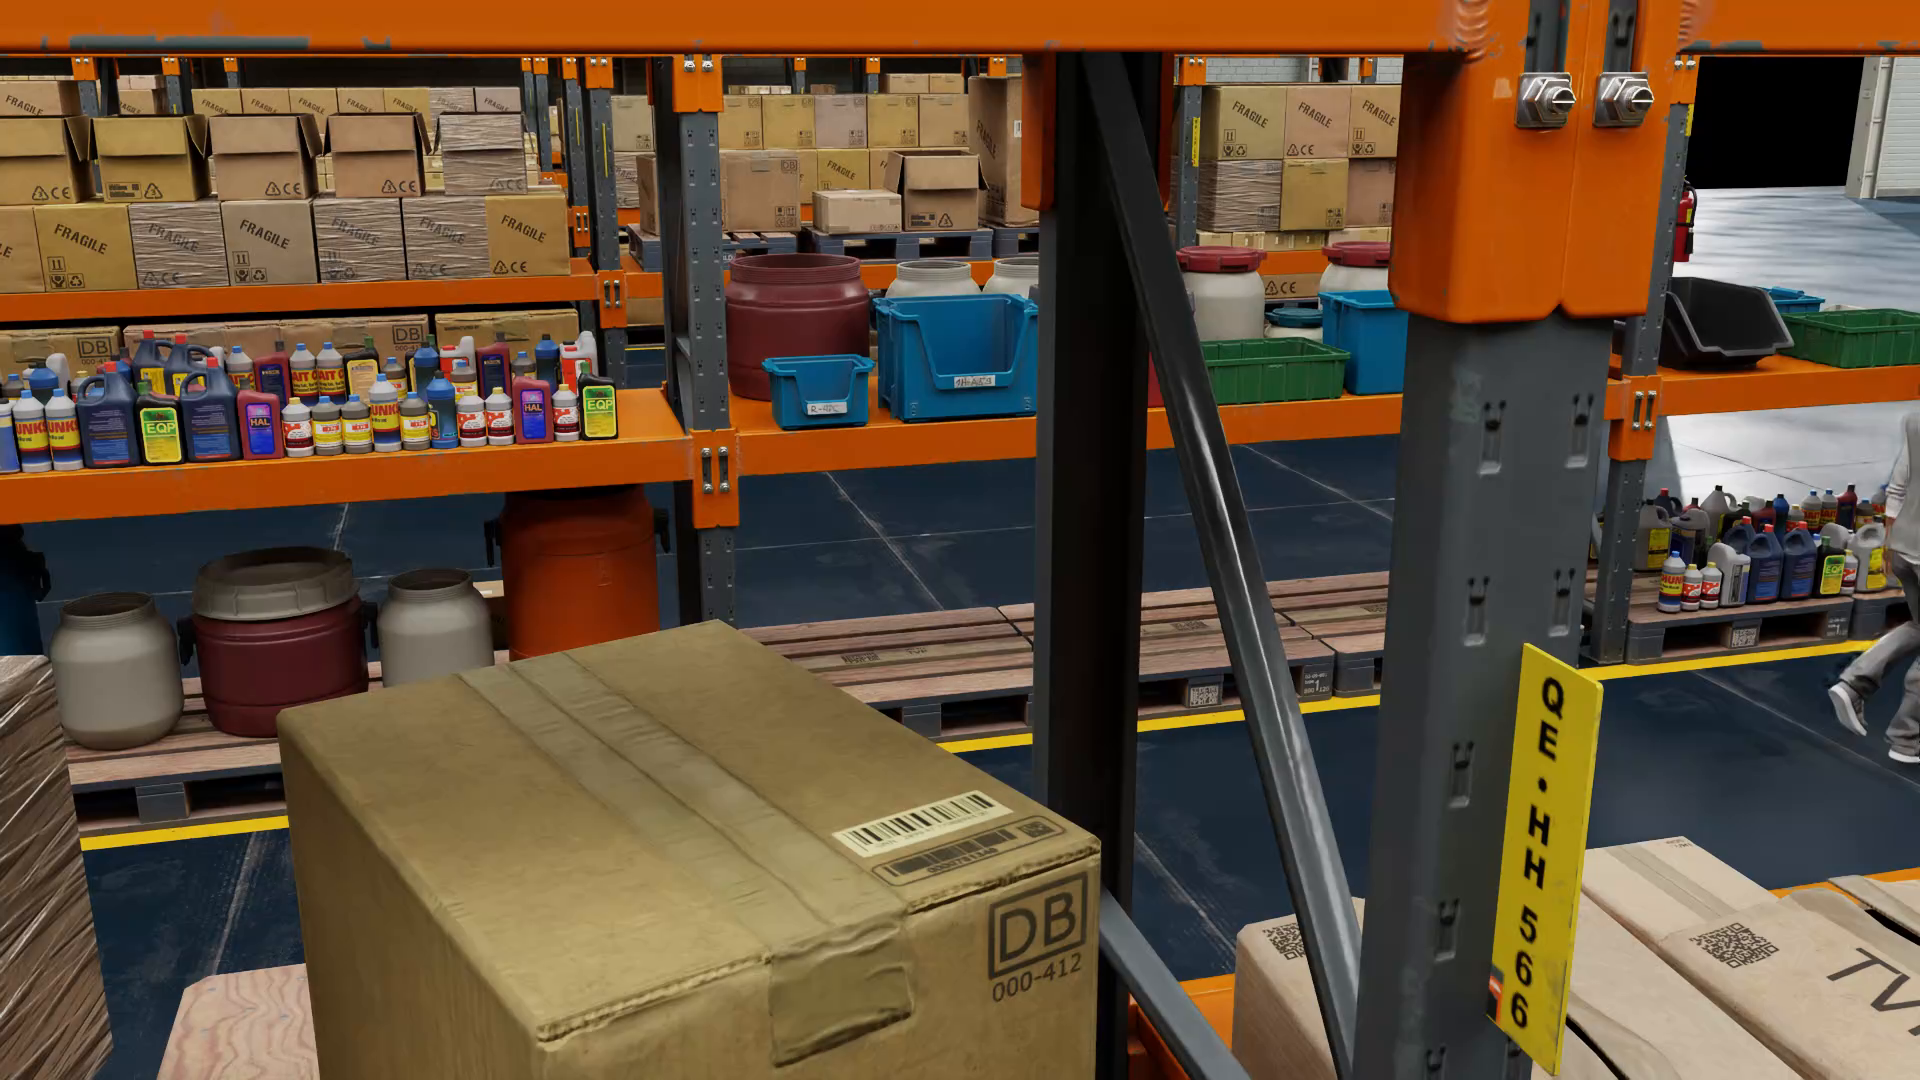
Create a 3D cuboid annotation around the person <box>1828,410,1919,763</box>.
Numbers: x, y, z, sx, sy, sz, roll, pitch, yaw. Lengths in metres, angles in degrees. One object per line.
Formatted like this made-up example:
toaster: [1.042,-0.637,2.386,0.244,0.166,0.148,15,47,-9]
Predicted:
person: [3.629,0.074,6.274,0.462,1.592,0.449,-3,16,-9]
